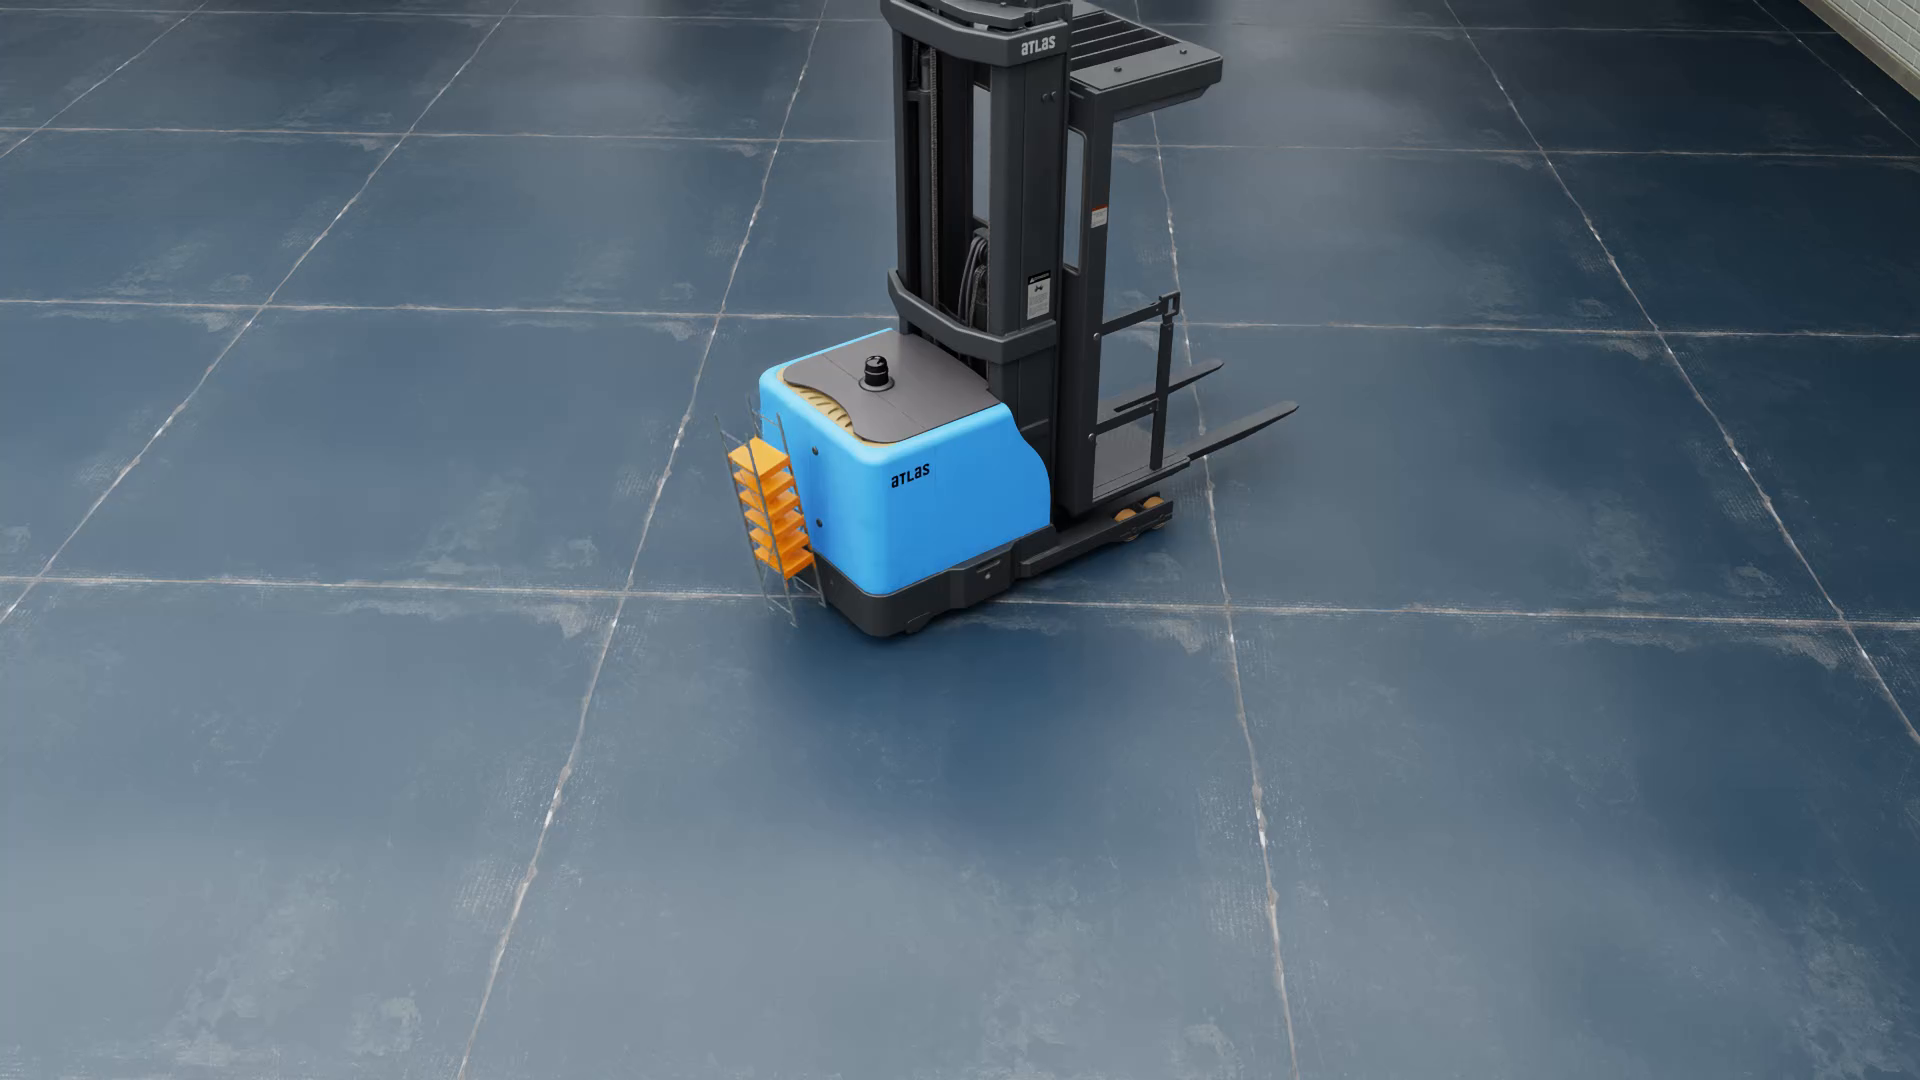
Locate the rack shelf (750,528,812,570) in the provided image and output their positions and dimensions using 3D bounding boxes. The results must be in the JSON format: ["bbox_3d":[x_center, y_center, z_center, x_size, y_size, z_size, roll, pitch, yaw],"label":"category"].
[{"bbox_3d":[-0.859,0.007,7.911,0.180,0.103,0.258,-36,48,-27],"label":"rack shelf"}]

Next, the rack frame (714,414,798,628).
[{"bbox_3d":[-0.944,-0.067,7.760,0.006,1.200,0.240,-36,48,-27],"label":"rack frame"}]

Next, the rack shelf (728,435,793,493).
[{"bbox_3d":[-0.917,-0.349,7.594,0.180,0.103,0.258,-36,48,-27],"label":"rack shelf"}]

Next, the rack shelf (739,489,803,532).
[{"bbox_3d":[-0.888,-0.171,7.752,0.180,0.103,0.258,-36,48,-27],"label":"rack shelf"}]

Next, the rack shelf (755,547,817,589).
[{"bbox_3d":[-0.844,0.096,7.990,0.180,0.103,0.258,-36,48,-27],"label":"rack shelf"}]

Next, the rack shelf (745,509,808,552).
[{"bbox_3d":[-0.873,-0.082,7.831,0.180,0.103,0.258,-36,48,-27],"label":"rack shelf"}]

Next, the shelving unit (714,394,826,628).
[{"bbox_3d":[-0.878,-0.115,7.802,0.189,1.200,0.258,-36,48,-27],"label":"shelving unit"}]

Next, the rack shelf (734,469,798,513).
[{"bbox_3d":[-0.902,-0.260,7.673,0.180,0.103,0.258,-36,48,-27],"label":"rack shelf"}]

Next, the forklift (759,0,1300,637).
[{"bbox_3d":[0.505,-1.414,8.159,3.031,2.935,1.130,-23,41,-29],"label":"forklift"}]

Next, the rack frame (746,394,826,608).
[{"bbox_3d":[-0.813,-0.163,7.844,0.006,1.200,0.240,-36,48,-27],"label":"rack frame"}]
